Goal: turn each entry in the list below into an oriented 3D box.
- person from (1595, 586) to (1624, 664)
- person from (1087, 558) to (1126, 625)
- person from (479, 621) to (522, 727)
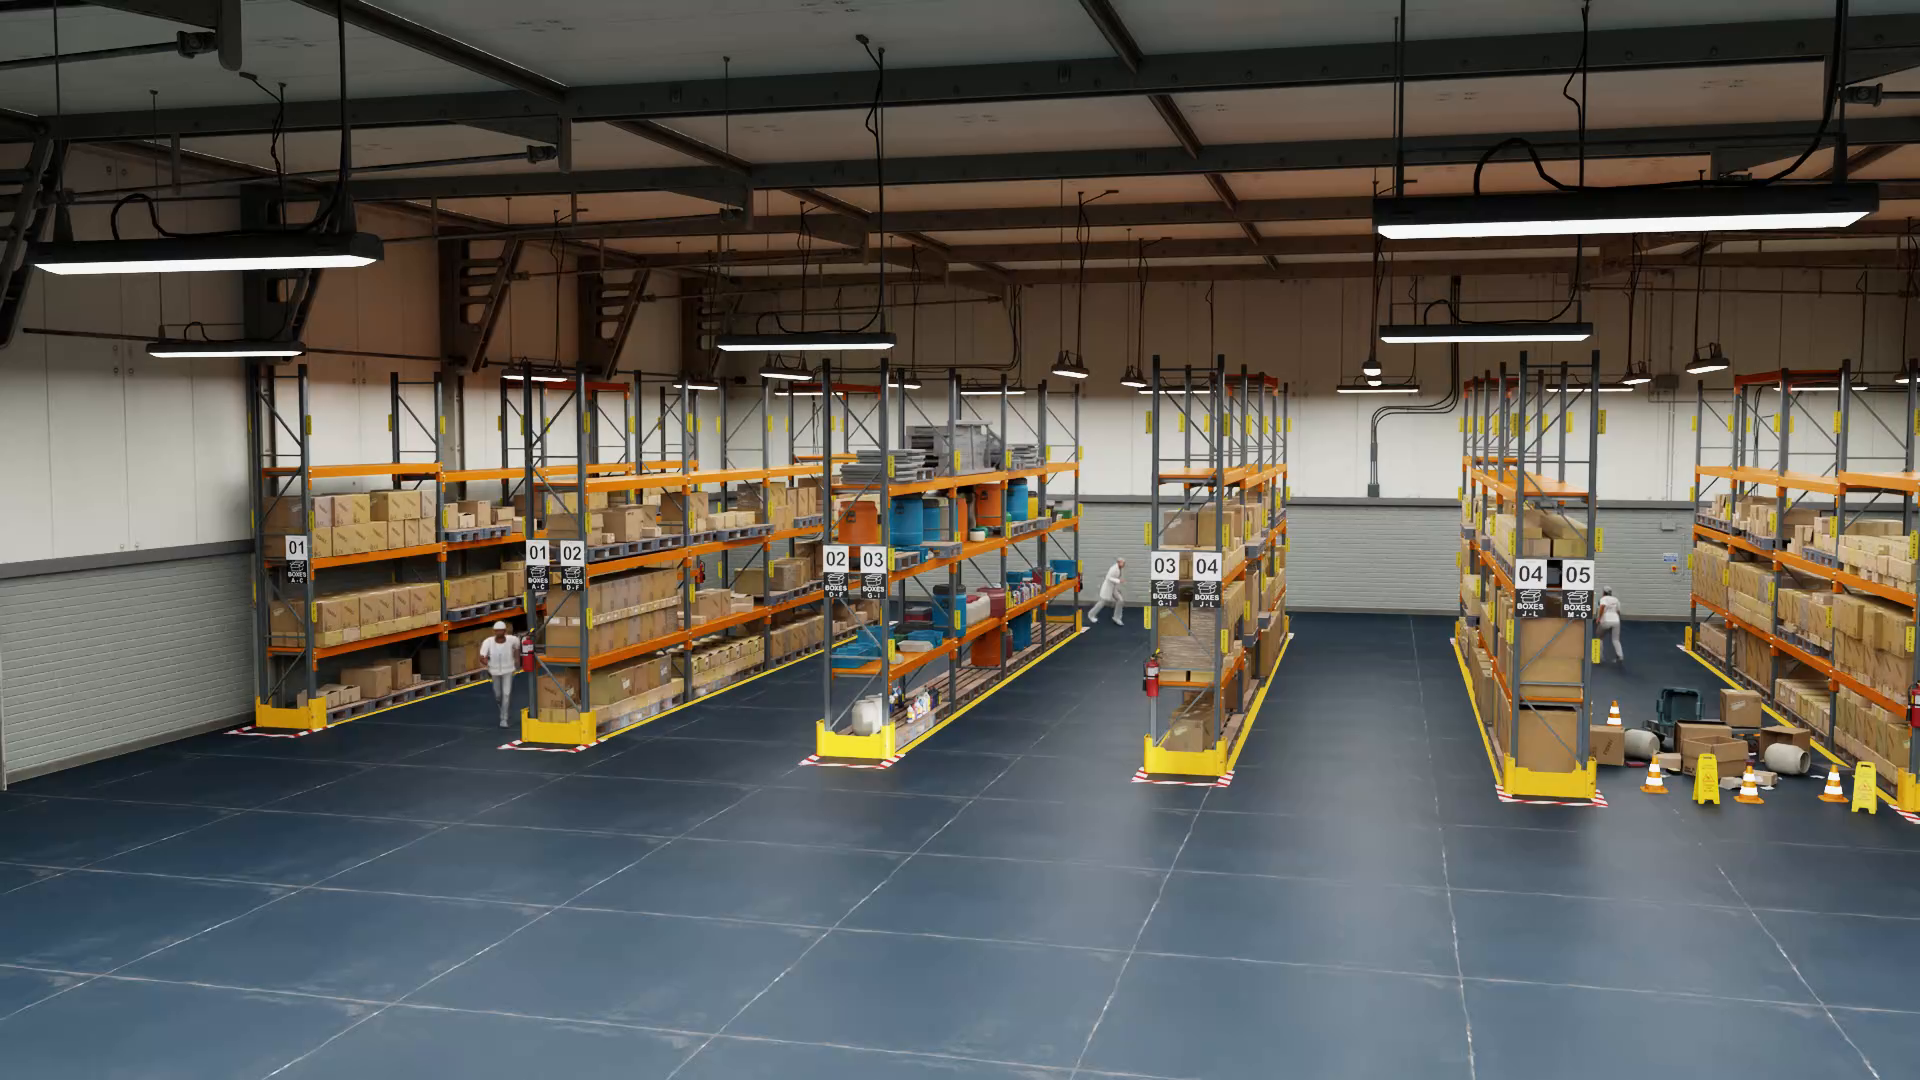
[{"bbox_3d":[13.550,1.796,34.683,0.607,1.656,0.957,0,4,-5],"label":"person"},{"bbox_3d":[3.710,1.300,41.865,1.067,1.745,0.761,2,4,24],"label":"person"},{"bbox_3d":[-7.642,2.196,27.714,0.673,1.729,1.045,0,4,-6],"label":"person"}]
